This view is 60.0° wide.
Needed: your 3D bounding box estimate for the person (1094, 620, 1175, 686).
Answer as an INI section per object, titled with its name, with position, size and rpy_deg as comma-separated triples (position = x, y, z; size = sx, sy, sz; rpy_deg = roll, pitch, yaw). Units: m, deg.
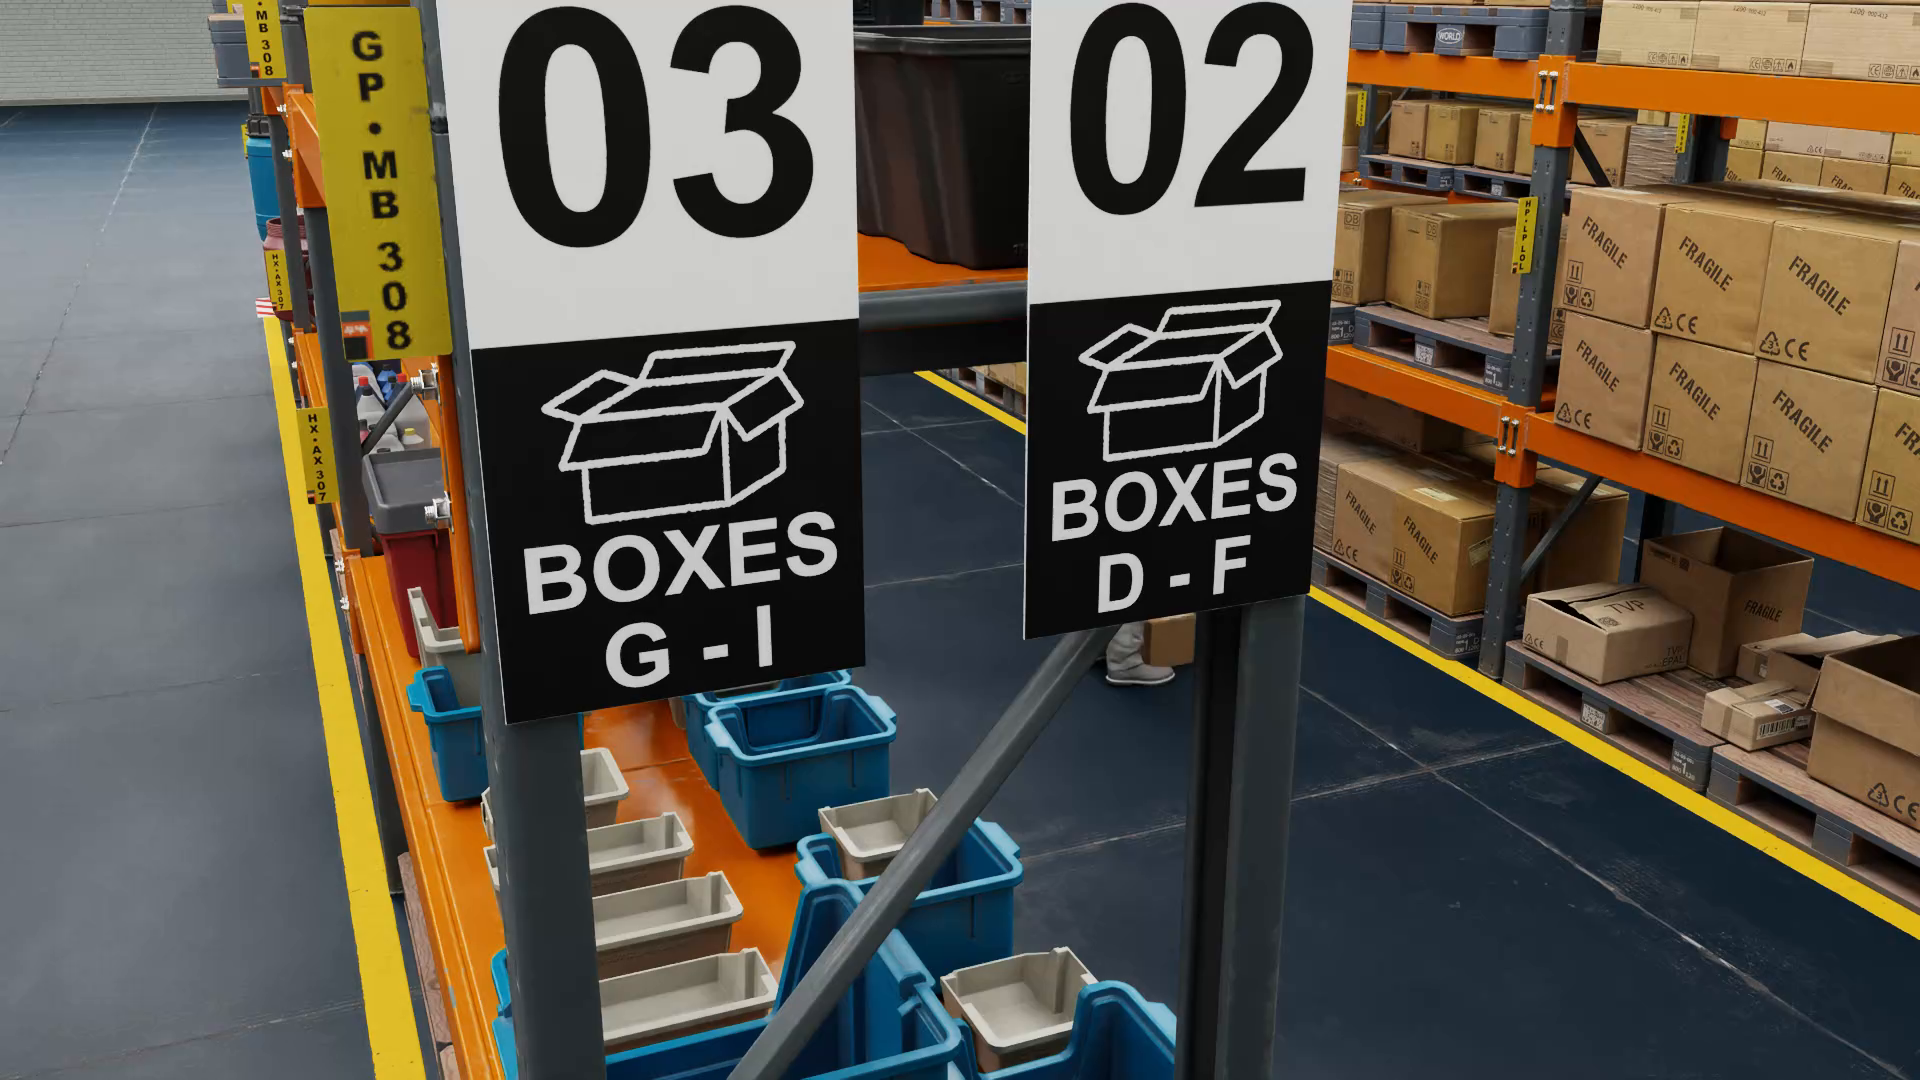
[person]
position = 0.711, -0.213, 7.682
size = 0.436, 1.746, 0.588
rpy_deg = -9, 21, -24
